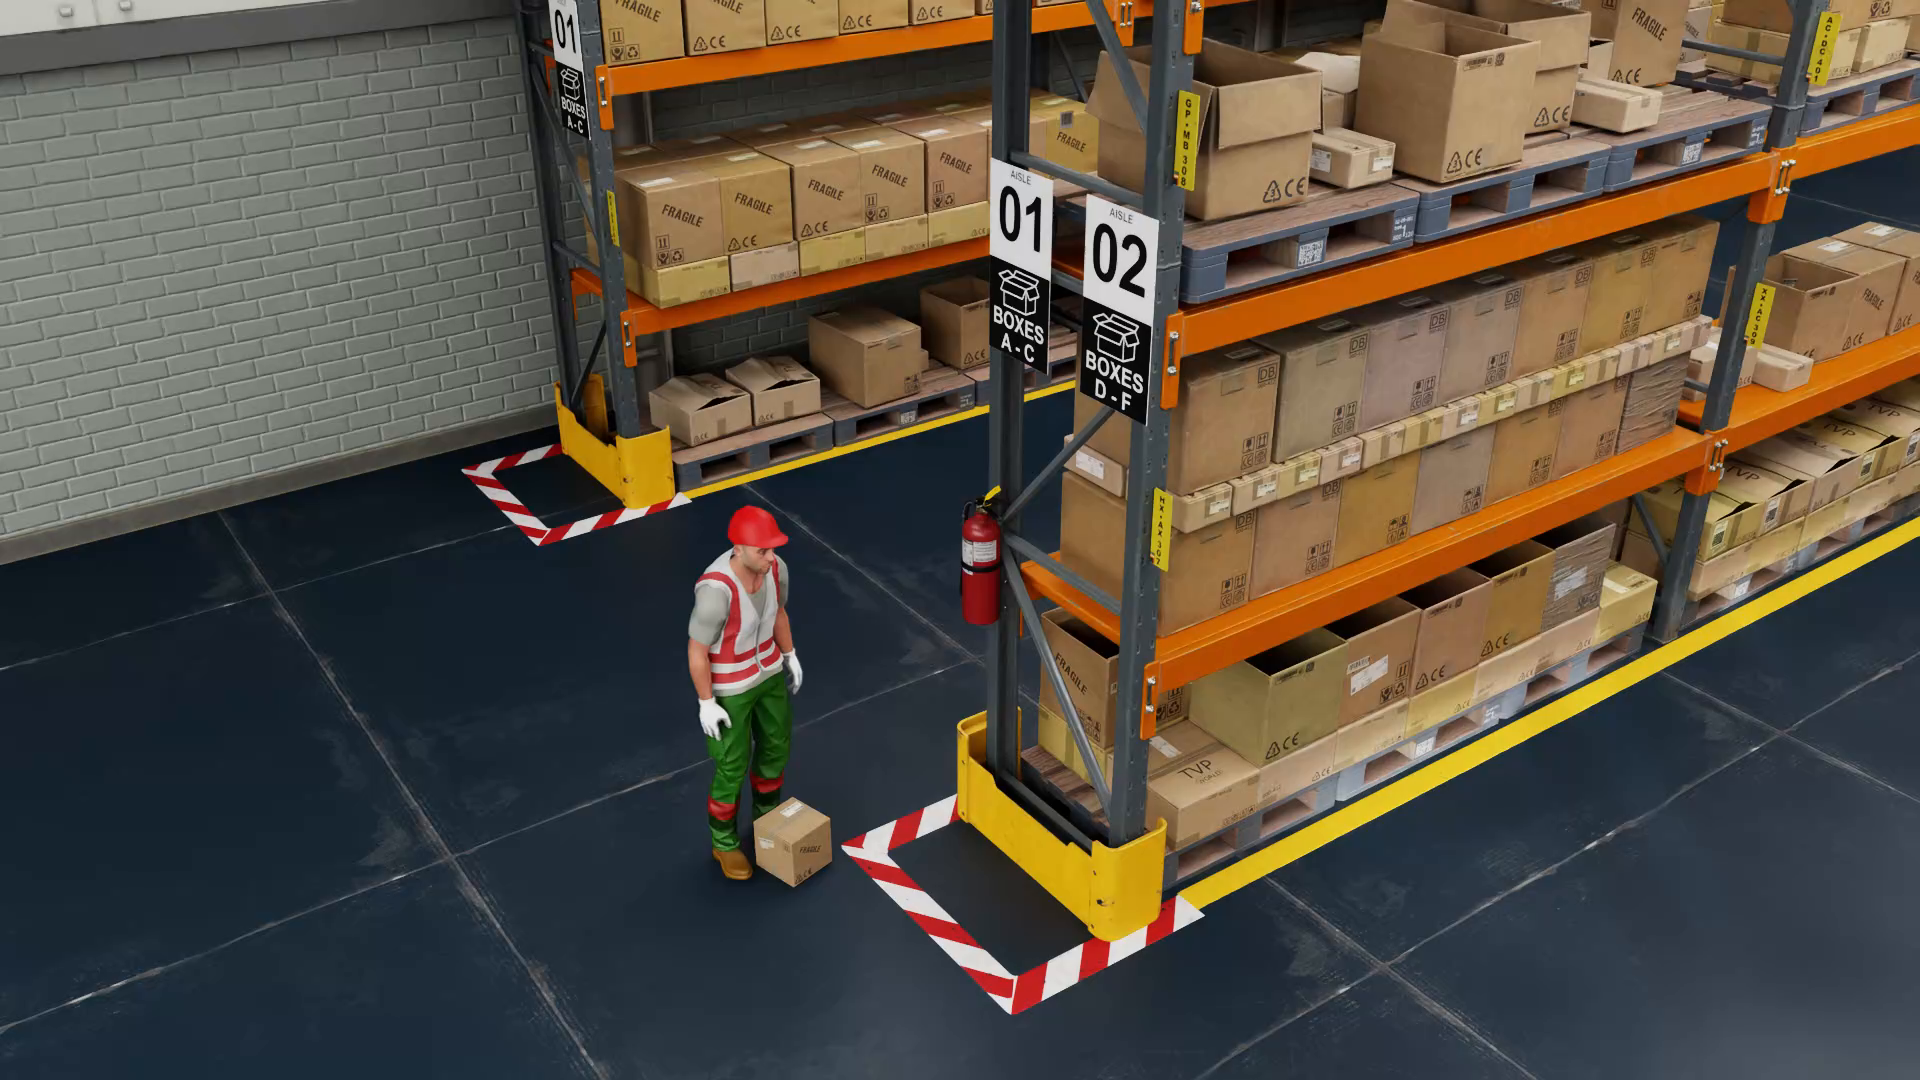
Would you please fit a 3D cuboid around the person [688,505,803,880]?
[{"bbox_3d":[-0.936,0.643,7.417,0.452,1.778,0.614,21,35,34],"label":"person"}]
